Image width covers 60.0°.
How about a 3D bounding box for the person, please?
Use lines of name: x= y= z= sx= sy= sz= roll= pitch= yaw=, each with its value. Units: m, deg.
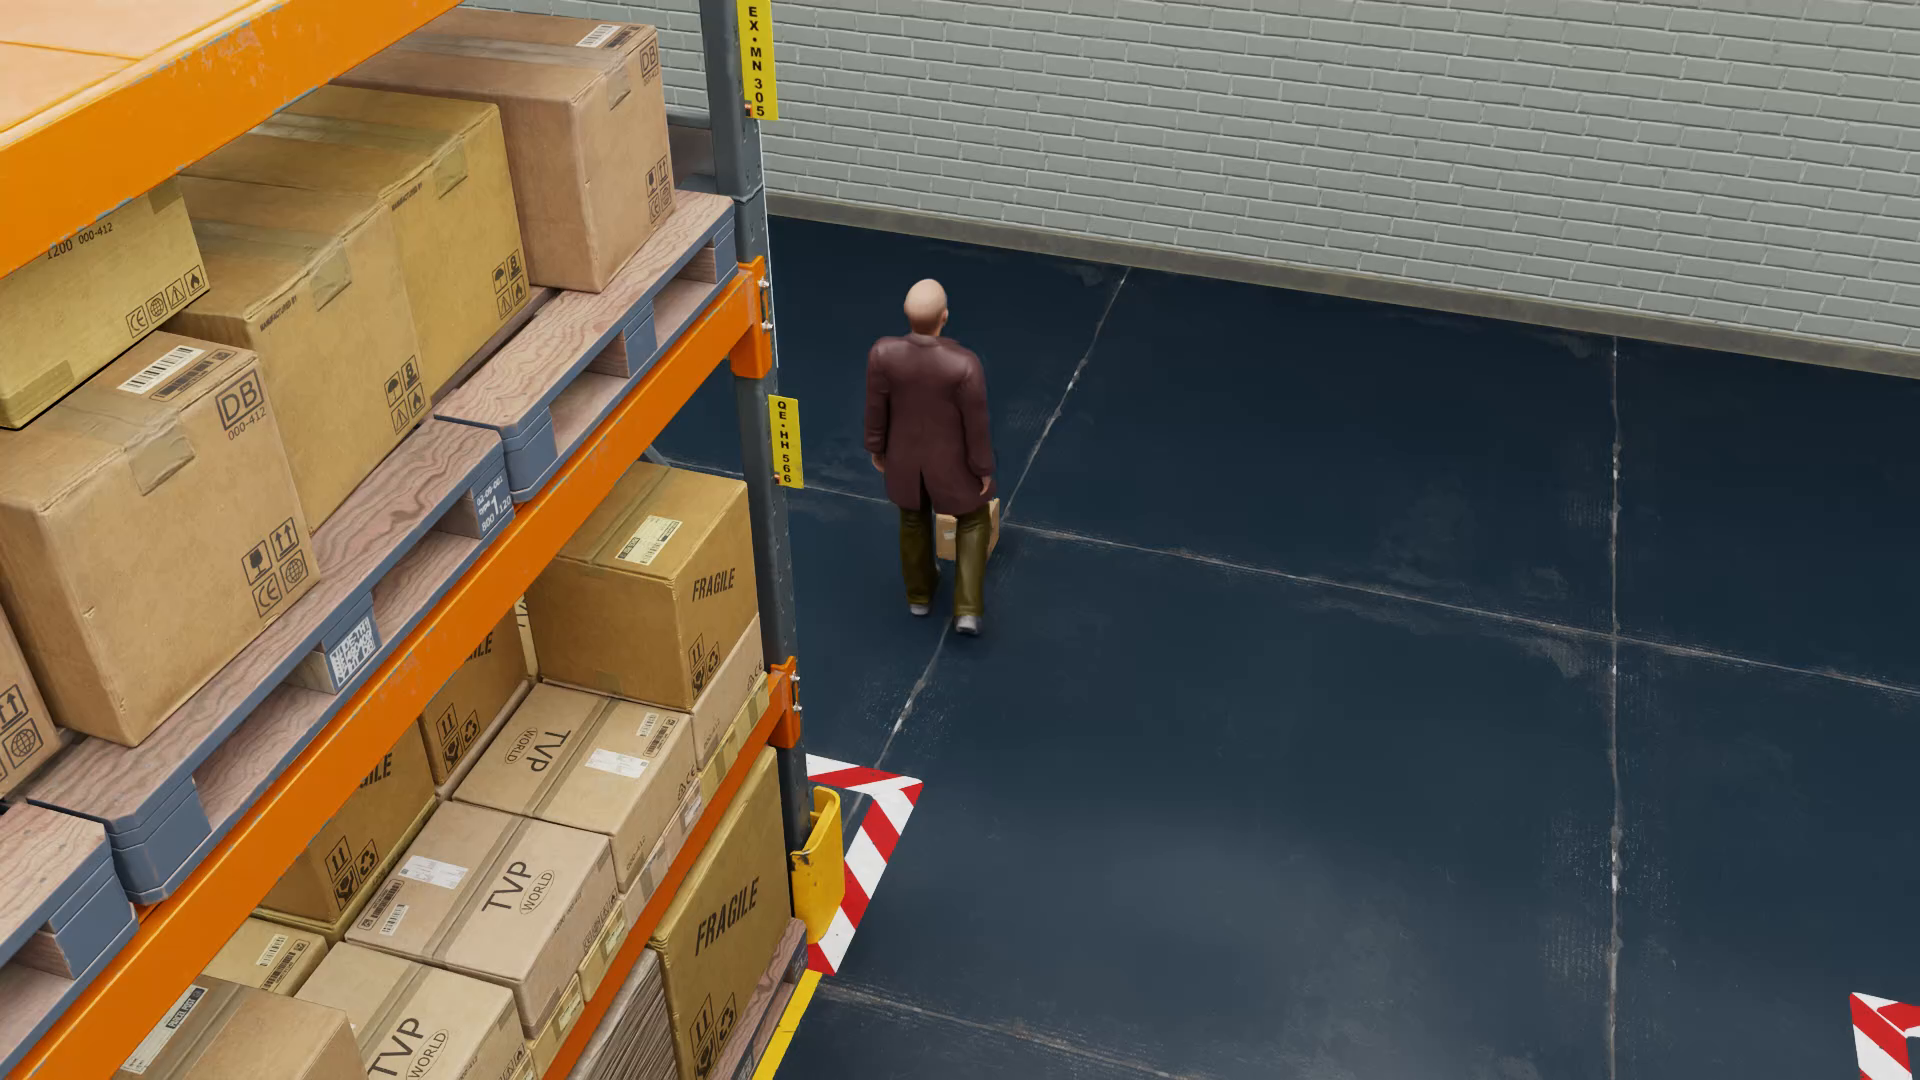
person: x=-0.126 y=-0.373 z=7.423 sx=0.625 sy=1.806 sz=0.580 roll=11 pitch=38 yaw=14
